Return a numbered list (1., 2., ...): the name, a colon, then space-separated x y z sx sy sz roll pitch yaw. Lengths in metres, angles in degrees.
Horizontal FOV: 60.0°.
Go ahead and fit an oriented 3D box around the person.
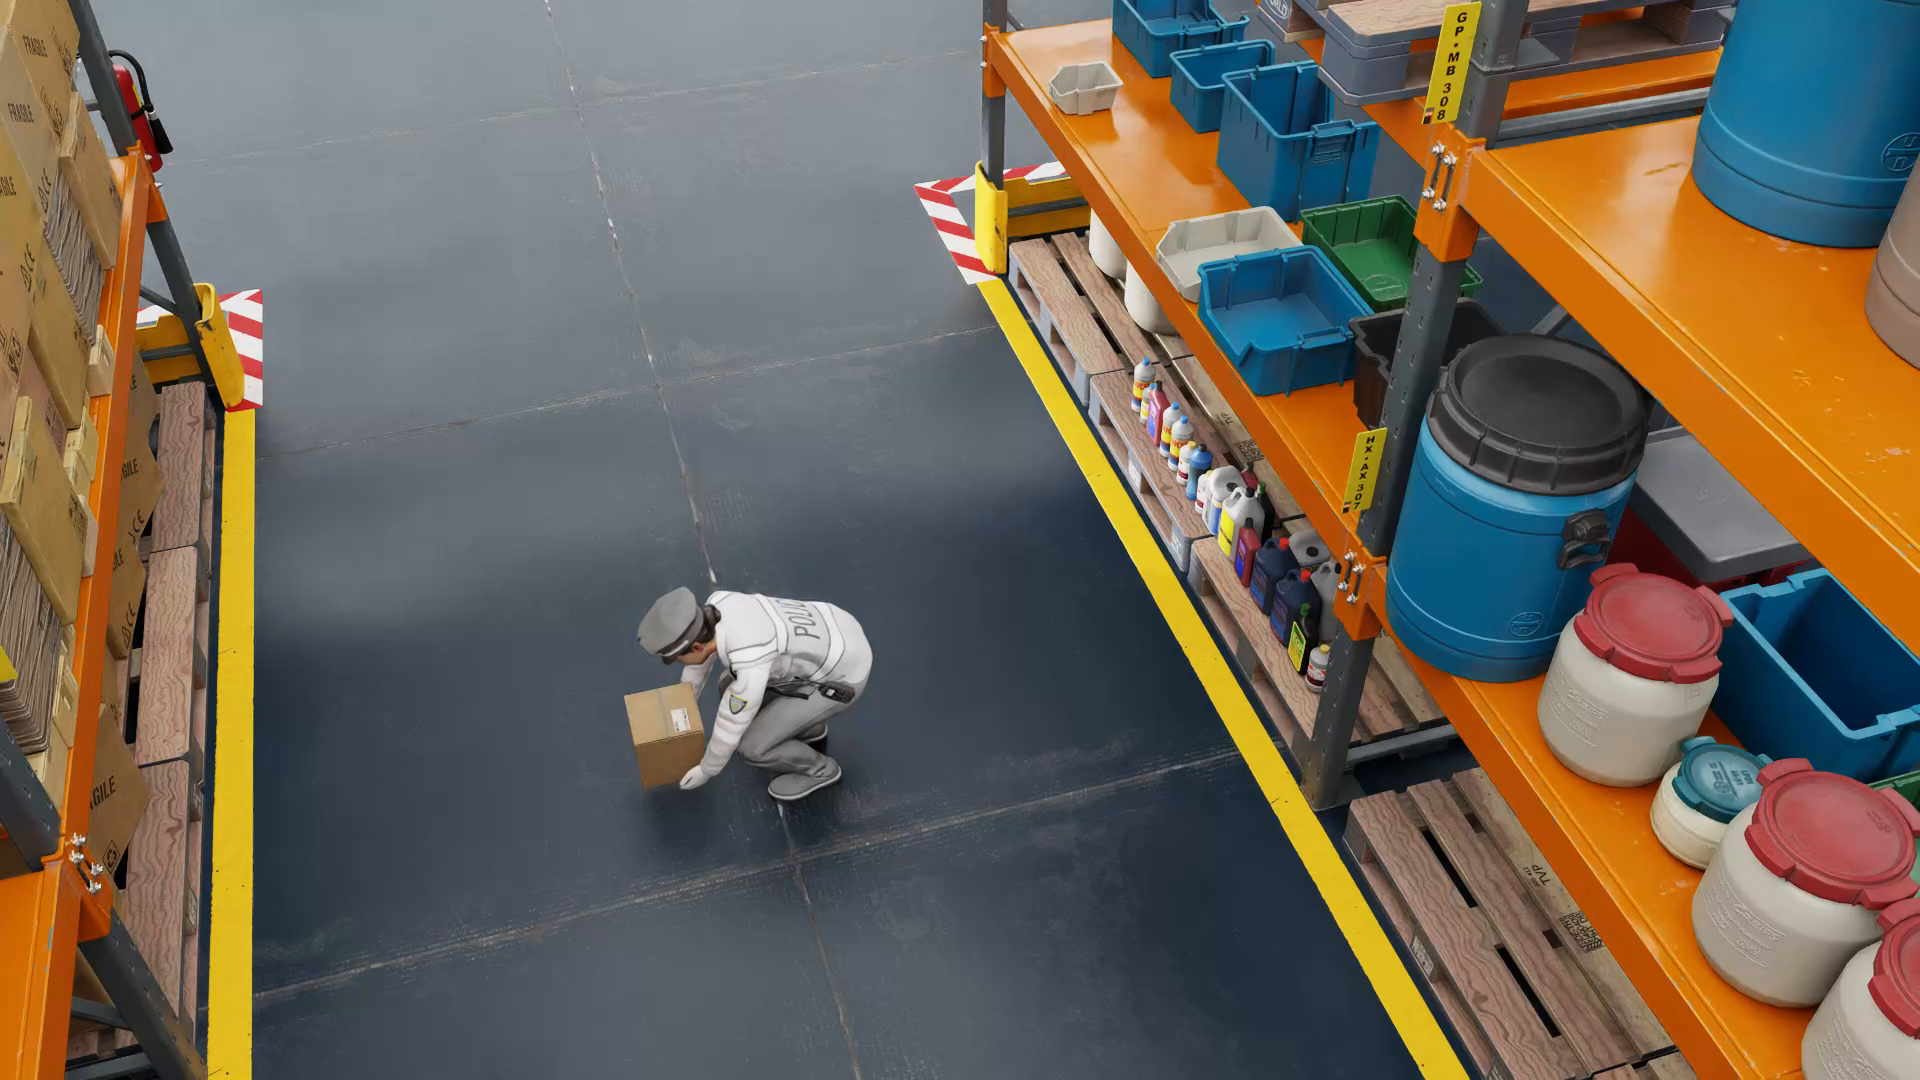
1. person: -0.721 0.527 6.054 0.820 1.036 0.499 -12 44 -13
